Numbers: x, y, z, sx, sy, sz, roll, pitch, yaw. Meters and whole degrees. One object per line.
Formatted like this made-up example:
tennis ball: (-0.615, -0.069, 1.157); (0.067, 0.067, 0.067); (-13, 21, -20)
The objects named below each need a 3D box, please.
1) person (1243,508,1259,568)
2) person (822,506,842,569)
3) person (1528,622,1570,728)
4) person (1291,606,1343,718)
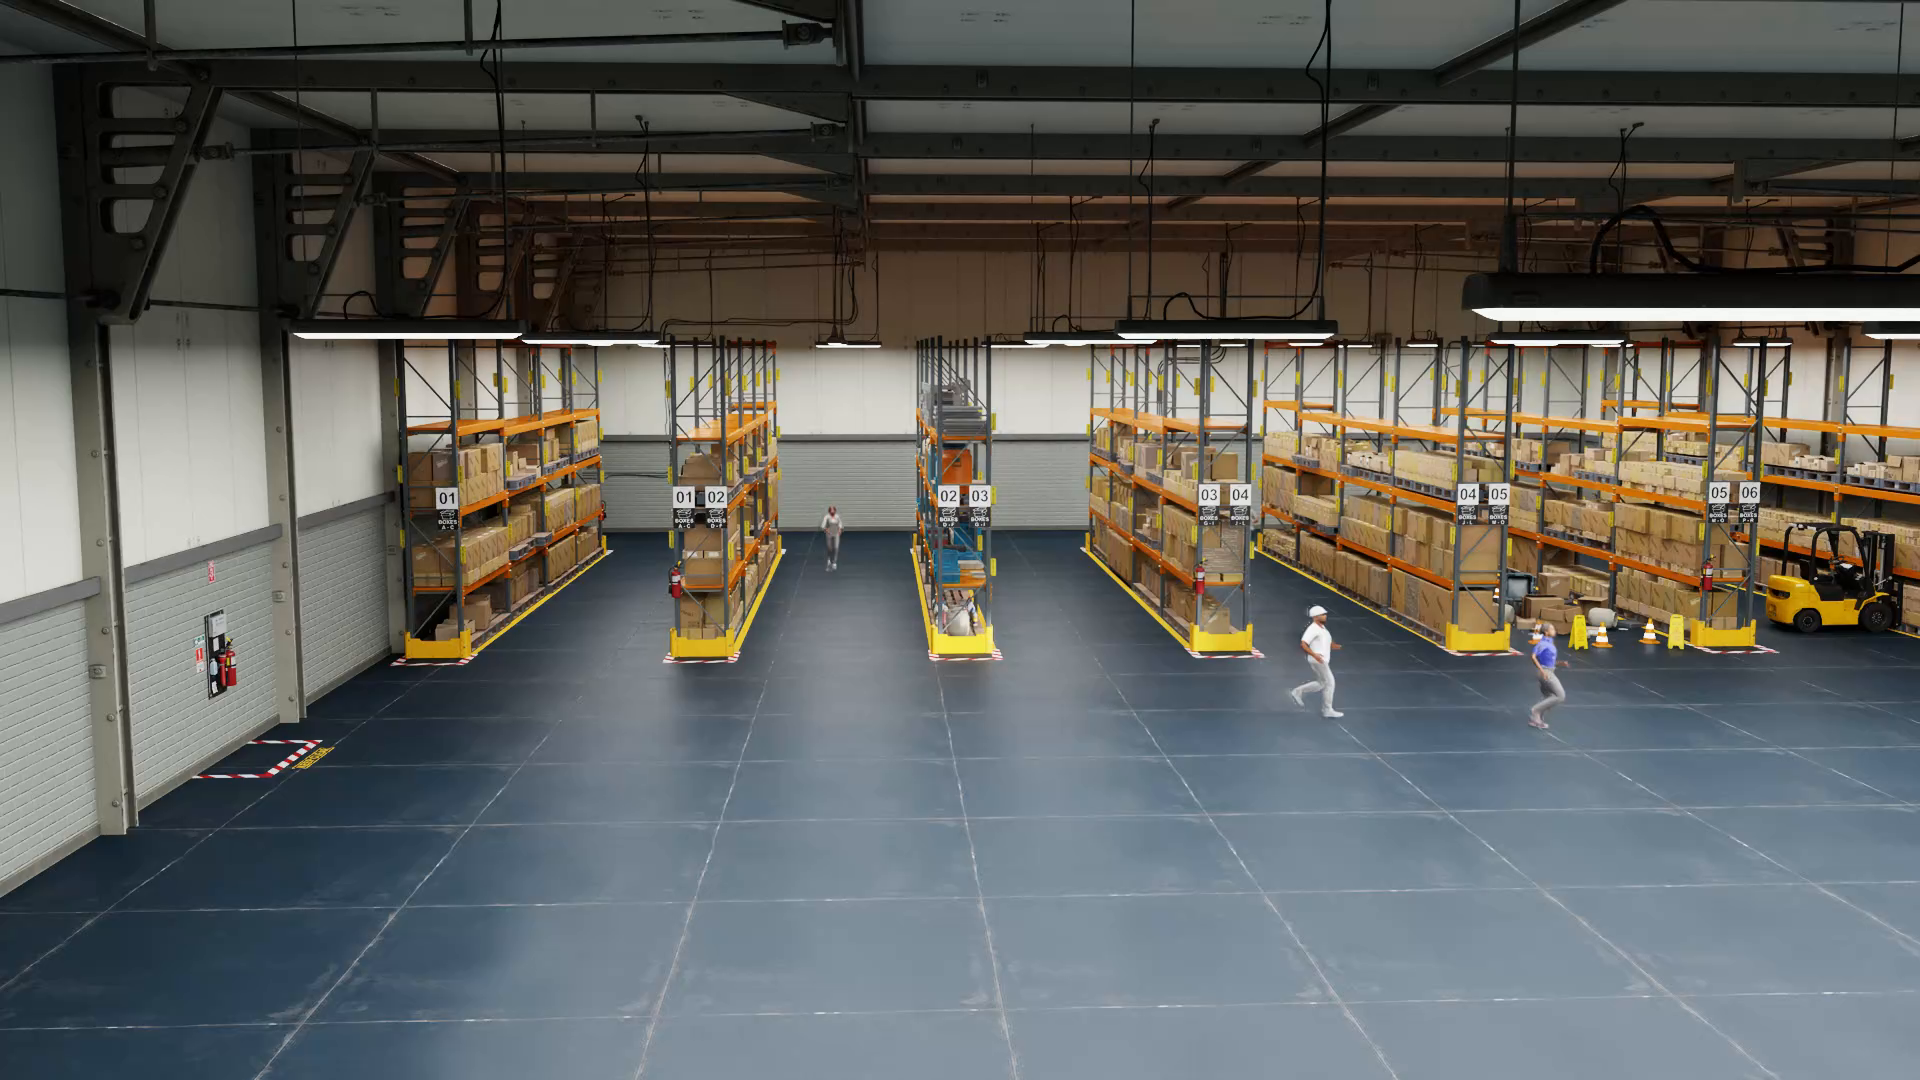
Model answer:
person: (7.655, -0.217, 44.443); (0.628, 1.818, 0.908); (0, 6, 2)
person: (-3.215, -0.091, 41.924); (0.540, 1.563, 0.754); (-2, 7, -14)
person: (8.954, 2.057, 25.242); (0.570, 1.618, 0.561); (3, 7, 21)
person: (5.612, 1.900, 26.106); (0.862, 1.741, 0.714); (3, 7, 24)
